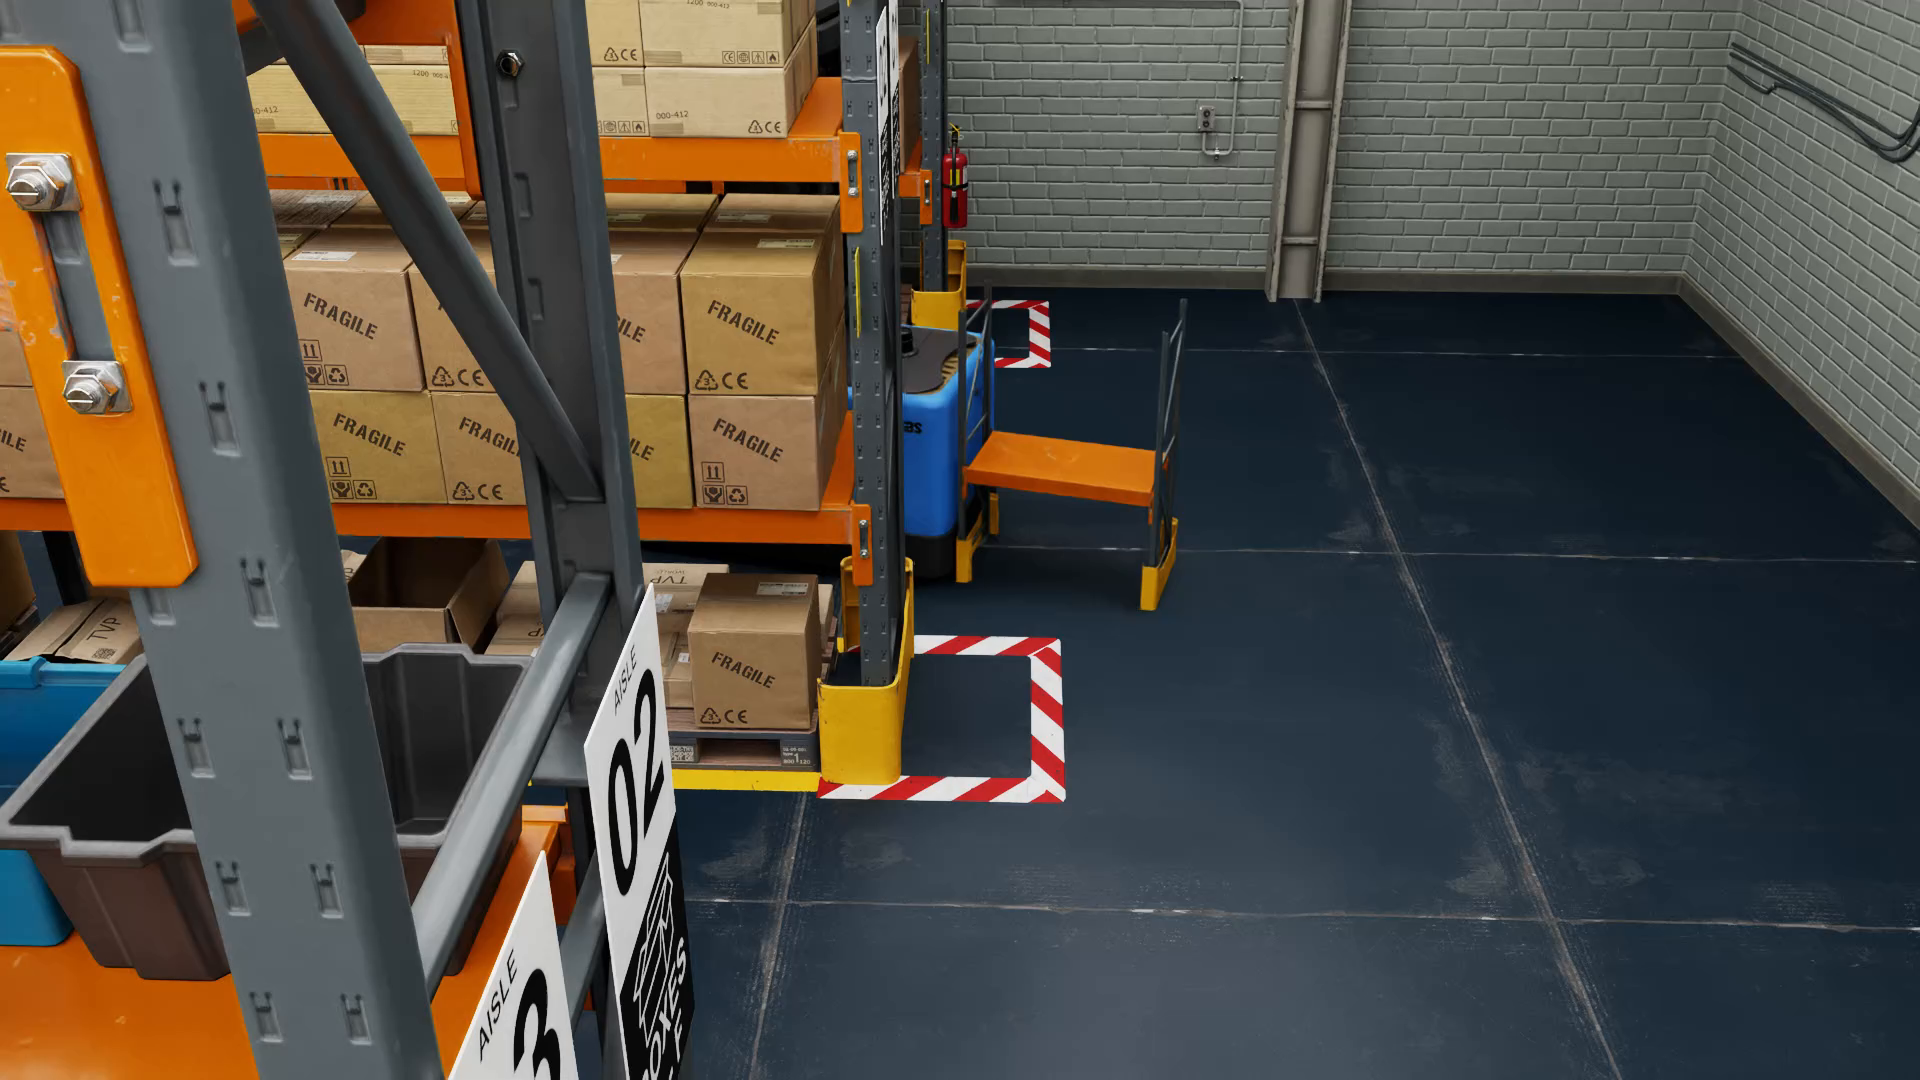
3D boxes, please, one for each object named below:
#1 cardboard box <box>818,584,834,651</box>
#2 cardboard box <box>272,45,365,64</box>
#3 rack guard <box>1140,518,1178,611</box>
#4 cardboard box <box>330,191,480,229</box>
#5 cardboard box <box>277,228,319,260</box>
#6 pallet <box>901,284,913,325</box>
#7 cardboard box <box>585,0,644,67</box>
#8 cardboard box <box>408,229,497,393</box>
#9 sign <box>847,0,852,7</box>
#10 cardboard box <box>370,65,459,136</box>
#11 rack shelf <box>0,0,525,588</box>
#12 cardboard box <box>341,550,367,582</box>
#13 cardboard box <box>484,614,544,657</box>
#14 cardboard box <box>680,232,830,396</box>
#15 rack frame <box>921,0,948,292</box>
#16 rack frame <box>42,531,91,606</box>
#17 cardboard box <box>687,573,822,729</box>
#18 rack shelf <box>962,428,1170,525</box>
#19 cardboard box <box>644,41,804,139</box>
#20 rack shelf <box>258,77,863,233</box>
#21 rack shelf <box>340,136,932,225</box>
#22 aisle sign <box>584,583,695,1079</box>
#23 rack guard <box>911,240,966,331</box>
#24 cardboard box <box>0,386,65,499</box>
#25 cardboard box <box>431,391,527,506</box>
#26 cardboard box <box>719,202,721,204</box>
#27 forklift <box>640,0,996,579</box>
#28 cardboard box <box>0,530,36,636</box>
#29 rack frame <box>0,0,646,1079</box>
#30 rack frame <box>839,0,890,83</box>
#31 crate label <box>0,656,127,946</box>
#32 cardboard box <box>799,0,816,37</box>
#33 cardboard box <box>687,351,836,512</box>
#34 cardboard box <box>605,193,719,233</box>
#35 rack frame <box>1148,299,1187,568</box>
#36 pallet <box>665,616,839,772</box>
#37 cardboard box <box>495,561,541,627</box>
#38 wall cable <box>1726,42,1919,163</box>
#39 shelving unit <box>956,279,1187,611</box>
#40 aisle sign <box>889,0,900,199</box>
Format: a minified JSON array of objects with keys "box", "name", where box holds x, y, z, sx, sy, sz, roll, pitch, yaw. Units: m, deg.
[{"box":[-0.747,0.365,7.932,0.250,0.149,0.380,1,28,2],"name":"cardboard box"},{"box":[-2.362,-1.925,6.102,0.500,0.250,0.500,1,28,2],"name":"cardboard box"},{"box":[1.049,0.121,8.755,0.087,0.250,0.587,8,29,15],"name":"rack guard"},{"box":[-2.305,-1.173,7.085,0.500,0.500,0.500,1,28,1],"name":"cardboard box"},{"box":[-2.848,-0.928,6.623,0.500,0.500,0.500,0,28,0],"name":"cardboard box"},{"box":[-0.971,-1.595,12.034,1.213,0.211,1.003,1,28,2],"name":"pallet"},{"box":[-1.363,-1.909,6.073,0.500,0.250,0.500,1,28,2],"name":"cardboard box"},{"box":[-1.818,-0.911,6.592,0.500,0.500,0.500,2,28,3],"name":"cardboard box"},{"box":[-0.380,-1.989,5.652,0.005,0.325,0.100,1,28,2],"name":"sign"},{"box":[-1.863,-1.692,6.196,0.500,0.250,0.500,1,28,2],"name":"cardboard box"},{"box":[-2.518,-0.403,1.597,4.000,0.370,1.077,1,28,2],"name":"rack shelf"},{"box":[-3.009,0.284,7.912,0.500,0.311,0.500,1,28,2],"name":"cardboard box"},{"box":[-1.841,0.565,7.448,0.500,0.250,0.500,1,28,2],"name":"cardboard box"},{"box":[-0.795,-0.897,6.565,0.500,0.500,0.500,1,28,1],"name":"cardboard box"},{"box":[-0.170,-2.851,11.425,0.127,3.000,1.000,1,28,2],"name":"rack frame"},{"box":[-4.338,-0.598,7.176,0.127,3.000,1.000,1,28,2],"name":"rack frame"},{"box":[-0.893,0.484,7.333,0.500,0.500,0.500,1,28,2],"name":"cardboard box"},{"box":[0.564,-0.341,8.677,1.000,0.185,0.538,8,29,15],"name":"rack shelf"},{"box":[-0.863,-1.676,6.167,0.500,0.250,0.500,1,28,2],"name":"cardboard box"},{"box":[-2.339,-1.573,6.580,4.000,0.370,1.077,1,28,2],"name":"rack shelf"},{"box":[-2.168,-2.566,11.656,4.000,0.370,1.077,1,28,2],"name":"rack shelf"},{"box":[-0.437,0.500,2.329,0.004,0.787,0.394,1,28,2],"name":"aisle sign"},{"box":[-0.146,-1.746,12.010,0.348,0.500,1.175,1,28,2],"name":"rack guard"},{"box":[-3.838,-0.507,6.896,0.500,0.500,0.500,2,28,3],"name":"cardboard box"},{"box":[-1.815,-0.474,6.835,0.500,0.500,0.500,1,28,2],"name":"cardboard box"},{"box":[-1.751,-2.291,11.897,0.250,0.149,0.380,1,28,3],"name":"cardboard box"},{"box":[-1.370,-1.460,8.875,3.031,2.935,1.130,8,29,15],"name":"forklift"},{"box":[-4.813,0.190,7.889,0.500,0.500,0.500,0,28,-1],"name":"cardboard box"},{"box":[-0.519,-0.864,1.273,0.127,3.000,1.000,1,28,2],"name":"rack frame"},{"box":[-0.341,-3.183,5.646,0.127,3.000,1.000,1,28,2],"name":"rack frame"},{"box":[-1.430,0.360,2.324,0.502,0.251,0.408,1,28,2],"name":"crate label"},{"box":[-0.845,-2.142,6.513,0.500,0.250,0.500,1,28,2],"name":"cardboard box"},{"box":[-0.798,-0.456,6.801,0.500,0.500,0.500,2,28,3],"name":"cardboard box"},{"box":[-1.298,-1.154,7.050,0.500,0.500,0.500,1,28,2],"name":"cardboard box"},{"box":[1.050,-0.431,8.462,0.032,1.500,0.500,8,29,15],"name":"rack frame"},{"box":[-1.213,0.686,7.731,1.213,0.211,1.003,1,28,2],"name":"pallet"},{"box":[-1.873,0.330,7.891,0.500,0.250,0.500,1,28,2],"name":"cardboard box"},{"box":[5.470,-3.869,10.256,0.112,2.526,3.097,1,28,2],"name":"wall cable"},{"box":[0.573,-0.499,8.590,1.083,1.500,0.587,8,29,15],"name":"shelving unit"},{"box":[-0.262,-1.817,6.700,0.004,0.787,0.394,1,28,2],"name":"aisle sign"}]
